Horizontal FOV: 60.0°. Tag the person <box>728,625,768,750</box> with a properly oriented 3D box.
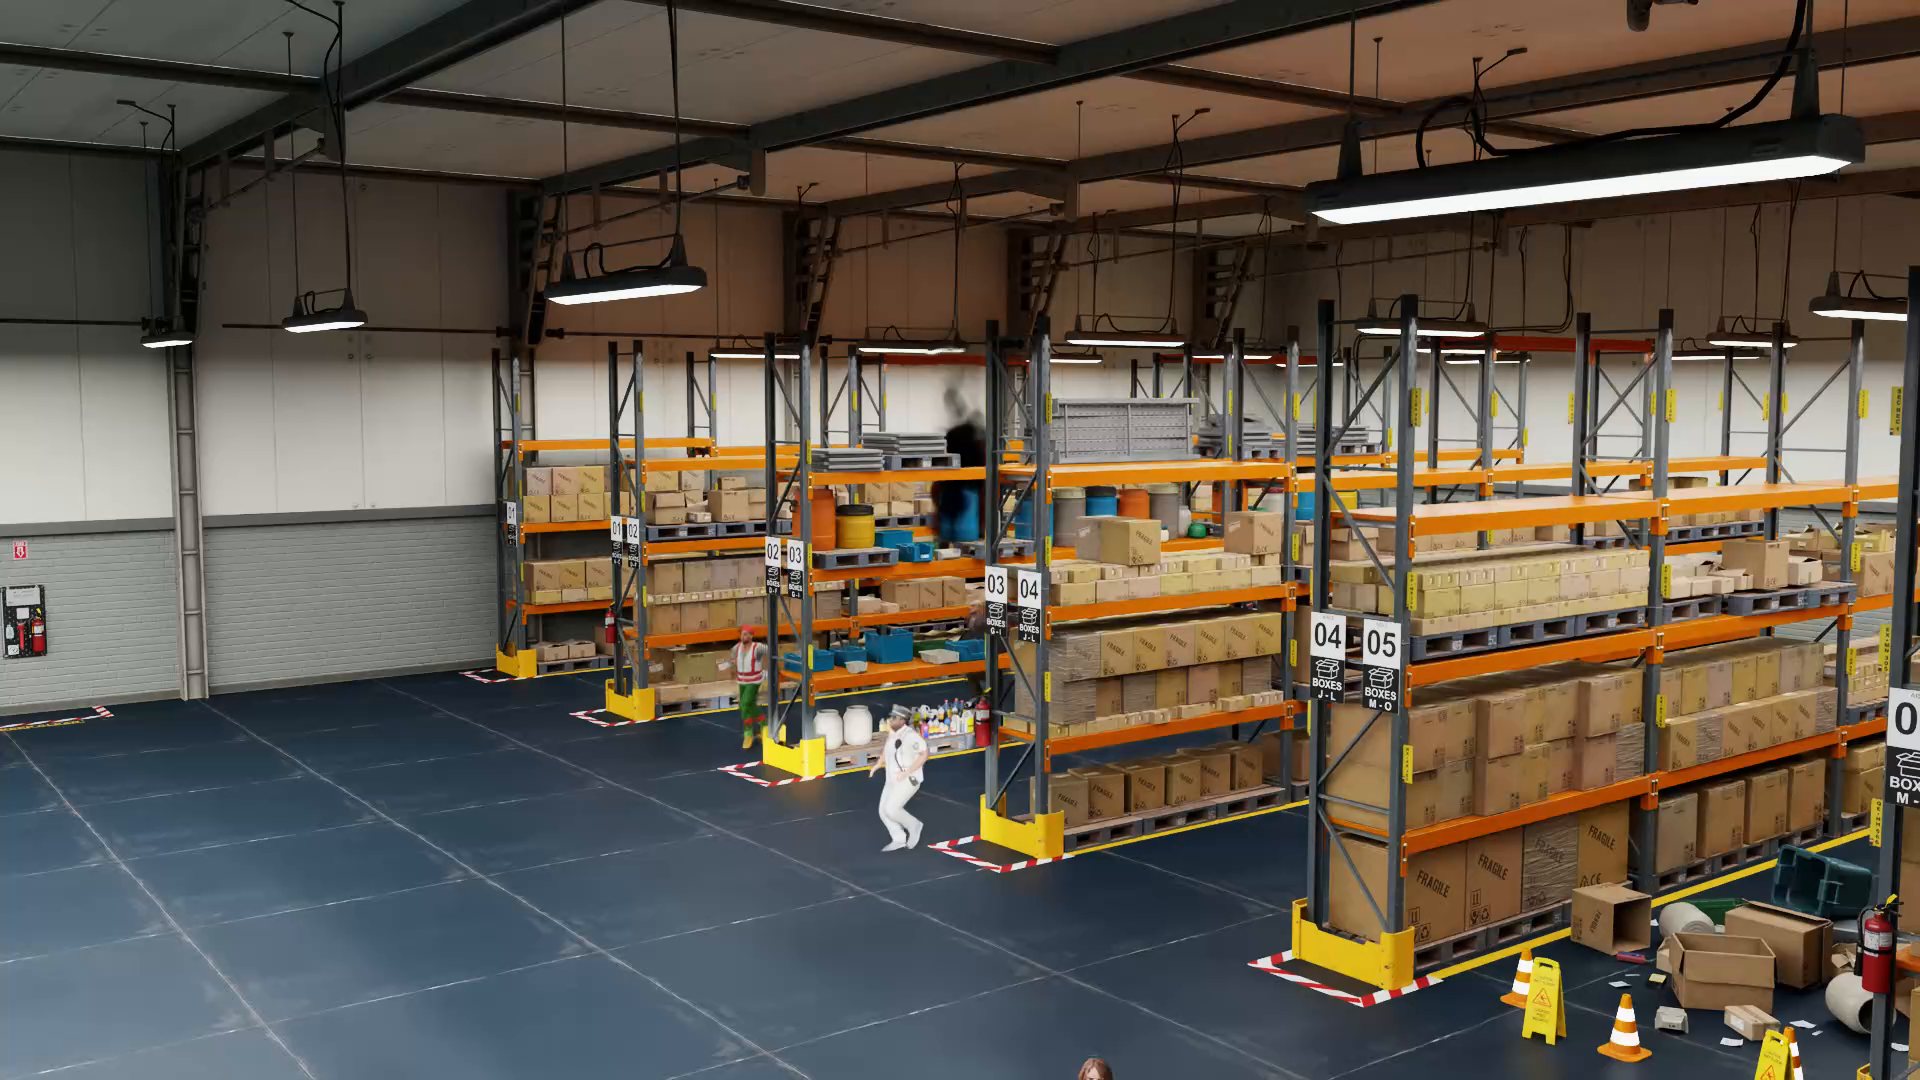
[{"bbox_3d":[-3.080,2.139,24.460,0.606,1.823,0.815,3,6,34],"label":"person"}]

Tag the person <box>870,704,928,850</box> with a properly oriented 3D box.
[{"bbox_3d":[-0.702,2.699,18.693,0.553,1.745,0.740,-4,6,-38],"label":"person"}]

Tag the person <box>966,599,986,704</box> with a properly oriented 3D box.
[{"bbox_3d":[0.338,1.857,27.905,0.723,1.745,0.734,-5,7,-42],"label":"person"}]

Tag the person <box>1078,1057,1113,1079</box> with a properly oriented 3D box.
[{"bbox_3d":[0.720,3.595,9.147,0.547,1.558,0.521,0,5,3],"label":"person"}]

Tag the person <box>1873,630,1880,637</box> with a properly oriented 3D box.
[{"bbox_3d":[13.739,2.174,24.850,0.810,1.669,0.628,-4,6,-36],"label":"person"}]
